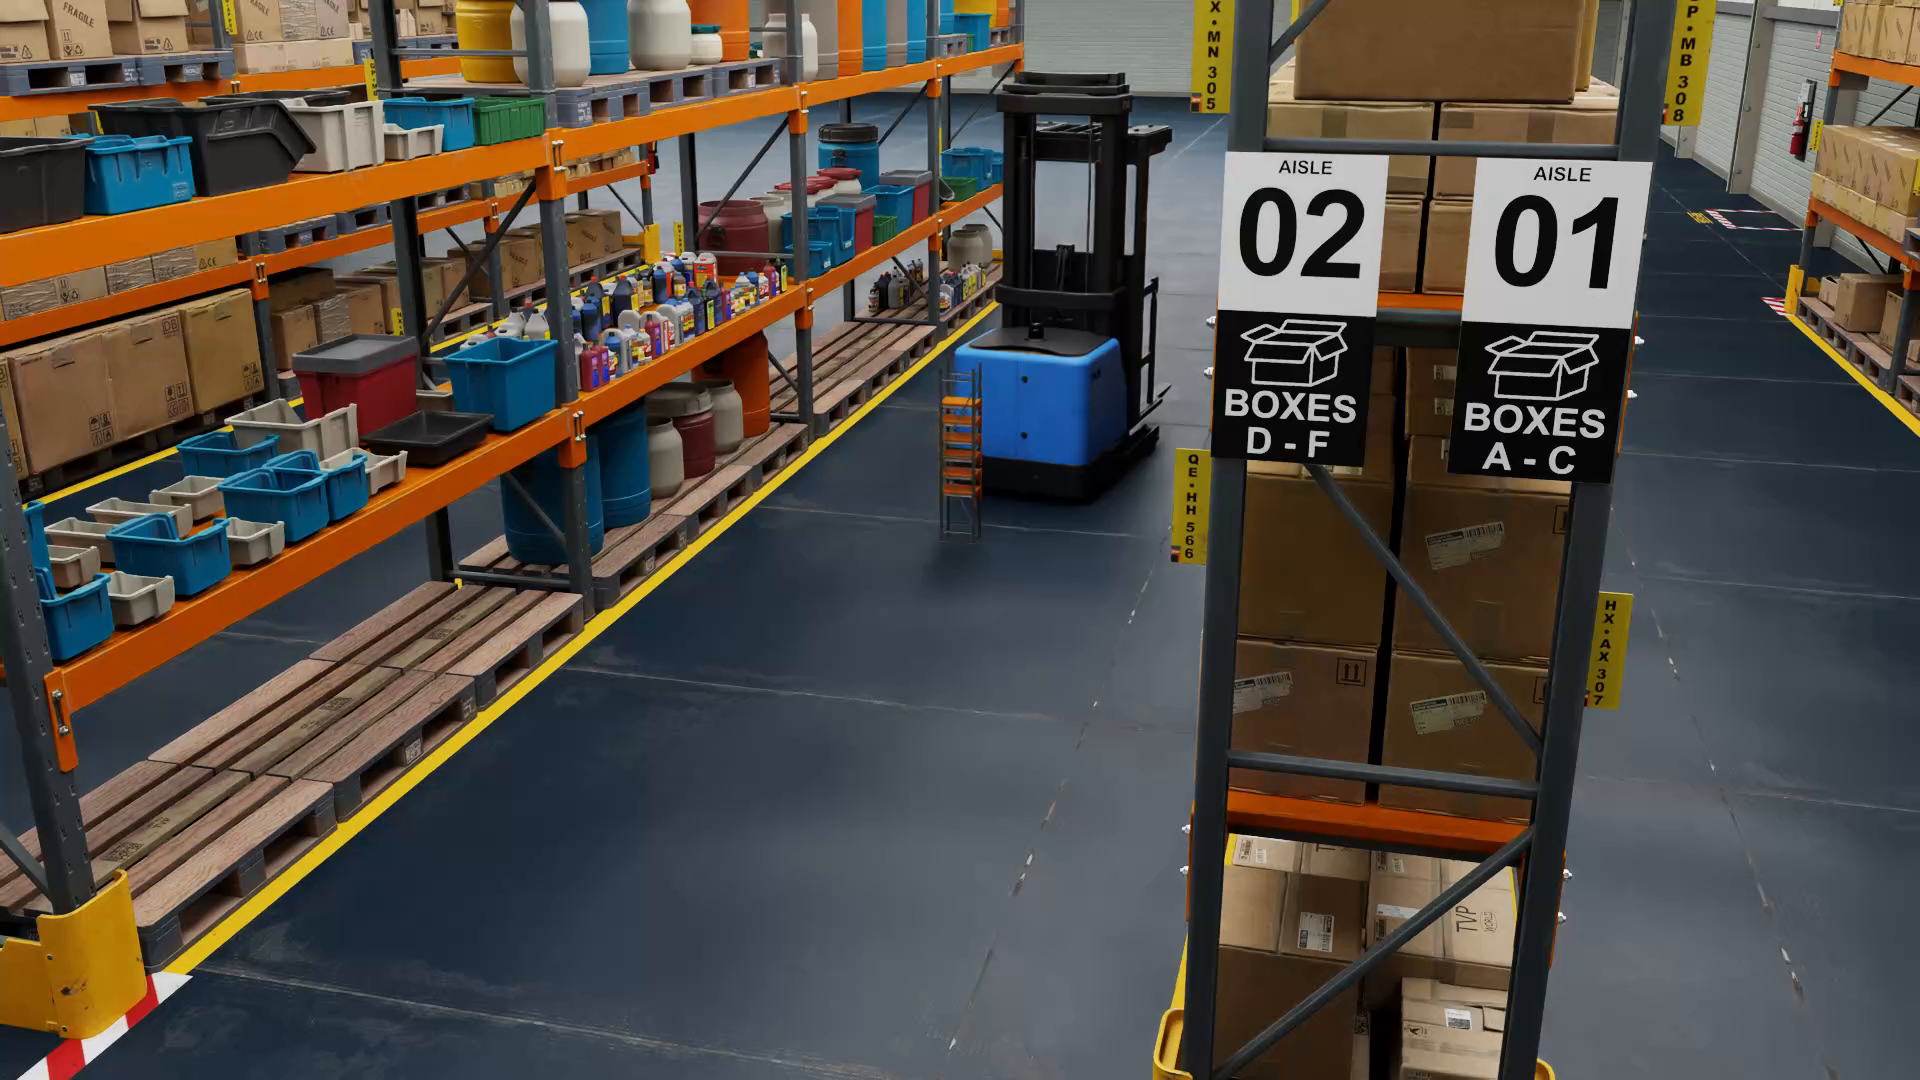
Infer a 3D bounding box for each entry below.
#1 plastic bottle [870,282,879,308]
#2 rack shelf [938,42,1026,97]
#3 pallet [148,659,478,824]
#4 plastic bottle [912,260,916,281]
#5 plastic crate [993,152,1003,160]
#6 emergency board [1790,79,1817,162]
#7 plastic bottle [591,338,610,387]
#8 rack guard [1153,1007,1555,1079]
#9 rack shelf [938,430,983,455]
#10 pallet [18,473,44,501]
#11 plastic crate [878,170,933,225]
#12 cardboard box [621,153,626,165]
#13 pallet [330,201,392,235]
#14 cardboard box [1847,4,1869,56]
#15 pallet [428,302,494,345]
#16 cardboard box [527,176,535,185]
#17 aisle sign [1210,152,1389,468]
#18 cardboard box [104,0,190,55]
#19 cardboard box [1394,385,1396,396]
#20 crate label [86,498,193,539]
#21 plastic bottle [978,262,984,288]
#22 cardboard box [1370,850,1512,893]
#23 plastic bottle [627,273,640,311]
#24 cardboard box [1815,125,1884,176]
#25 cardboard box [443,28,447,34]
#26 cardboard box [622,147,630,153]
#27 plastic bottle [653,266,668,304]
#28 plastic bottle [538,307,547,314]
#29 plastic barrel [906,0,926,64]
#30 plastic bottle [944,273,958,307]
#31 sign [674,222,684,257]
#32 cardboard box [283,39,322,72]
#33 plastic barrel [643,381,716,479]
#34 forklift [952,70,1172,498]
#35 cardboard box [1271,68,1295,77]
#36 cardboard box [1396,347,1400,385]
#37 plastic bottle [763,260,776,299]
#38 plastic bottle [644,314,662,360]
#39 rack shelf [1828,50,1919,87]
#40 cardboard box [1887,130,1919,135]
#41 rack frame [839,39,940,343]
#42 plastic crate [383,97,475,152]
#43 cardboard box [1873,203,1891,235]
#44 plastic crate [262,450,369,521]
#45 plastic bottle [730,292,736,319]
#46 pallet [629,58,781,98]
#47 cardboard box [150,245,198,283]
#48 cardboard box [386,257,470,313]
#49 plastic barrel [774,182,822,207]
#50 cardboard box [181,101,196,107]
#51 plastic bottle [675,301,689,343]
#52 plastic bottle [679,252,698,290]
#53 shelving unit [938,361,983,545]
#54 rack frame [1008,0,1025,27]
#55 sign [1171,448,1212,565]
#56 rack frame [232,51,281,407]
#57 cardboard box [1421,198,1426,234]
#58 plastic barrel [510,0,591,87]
[{"bbox_3d":[-0.909,-2.595,17.667,0.061,0.283,0.133,6,20,16],"label":"plastic bottle"},{"bbox_3d":[-0.218,-5.201,18.248,1.077,0.370,4.000,5,19,13],"label":"rack shelf"},{"bbox_3d":[-3.099,0.949,8.084,1.003,0.211,1.213,5,19,13],"label":"pallet"},{"bbox_3d":[-0.547,-3.059,19.024,0.061,0.283,0.133,5,19,14],"label":"plastic bottle"},{"bbox_3d":[0.439,-4.498,19.947,0.499,0.251,0.616,5,19,13],"label":"plastic crate"},{"bbox_3d":[12.652,-6.331,25.083,0.194,1.169,0.643,5,19,13],"label":"emergency board"},{"bbox_3d":[-2.125,-1.056,9.819,0.061,0.283,0.133,5,19,13],"label":"plastic bottle"},{"bbox_3d":[1.183,1.817,5.094,1.175,0.500,0.348,5,19,13],"label":"rack guard"},{"bbox_3d":[0.004,-0.644,10.982,0.258,0.103,0.180,5,19,13],"label":"rack shelf"},{"bbox_3d":[-7.348,-0.307,11.761,1.003,0.211,1.213,5,19,13],"label":"pallet"},{"bbox_3d":[-0.528,-3.350,16.256,0.402,0.464,0.583,5,19,13],"label":"plastic crate"},{"bbox_3d":[-4.463,-4.838,21.099,0.380,0.149,0.250,5,19,13],"label":"cardboard box"},{"bbox_3d":[-6.043,-3.166,16.113,1.003,0.211,1.213,5,19,13],"label":"pallet"},{"bbox_3d":[9.388,-5.193,16.923,0.500,0.500,0.500,6,20,17],"label":"cardboard box"},{"bbox_3d":[-5.698,-2.323,17.662,1.003,0.211,1.213,5,19,13],"label":"pallet"},{"bbox_3d":[-5.005,-4.048,18.788,0.380,0.149,0.250,5,19,13],"label":"cardboard box"},{"bbox_3d":[0.850,-0.575,4.209,0.394,0.787,0.004,5,19,13],"label":"aisle sign"},{"bbox_3d":[-6.566,-4.103,13.110,0.797,0.503,0.637,6,20,17],"label":"cardboard box"},{"bbox_3d":[2.268,-0.466,7.757,0.500,0.500,0.500,5,19,14],"label":"cardboard box"},{"bbox_3d":[-3.485,-0.087,7.116,0.396,0.136,0.243,5,19,13],"label":"crate label"},{"bbox_3d":[0.236,-3.024,18.921,0.061,0.283,0.133,5,20,15],"label":"plastic bottle"},{"bbox_3d":[1.816,1.290,6.345,0.500,0.250,0.500,5,19,13],"label":"cardboard box"},{"bbox_3d":[-2.360,-1.778,11.950,0.097,0.271,0.097,0,19,0],"label":"plastic bottle"},{"bbox_3d":[9.470,-4.134,17.692,0.500,0.500,0.500,5,19,13],"label":"cardboard box"},{"bbox_3d":[-5.651,-5.399,17.944,0.500,0.250,0.500,5,20,15],"label":"cardboard box"},{"bbox_3d":[-4.693,-5.158,21.034,0.875,0.500,0.500,5,19,13],"label":"cardboard box"},{"bbox_3d":[-2.212,-1.887,12.270,0.097,0.271,0.097,0,19,0],"label":"plastic bottle"},{"bbox_3d":[-2.666,-1.351,10.694,0.152,0.276,0.135,5,19,13],"label":"plastic bottle"},{"bbox_3d":[-0.620,-4.976,15.698,0.600,0.901,0.708,5,19,13],"label":"plastic barrel"},{"bbox_3d":[-0.107,-2.670,17.783,0.144,0.351,0.185,5,20,15],"label":"plastic bottle"},{"bbox_3d":[-2.219,-2.360,13.205,0.100,0.325,0.005,5,19,13],"label":"sign"},{"bbox_3d":[-5.999,-4.270,14.638,0.500,0.250,0.500,5,20,15],"label":"cardboard box"},{"bbox_3d":[-2.063,-0.791,11.943,0.600,0.588,0.708,5,19,13],"label":"plastic barrel"},{"bbox_3d":[0.962,-2.123,12.868,1.130,2.935,3.031,7,20,21],"label":"forklift"},{"bbox_3d":[1.290,-1.421,5.526,0.500,0.250,0.500,5,19,13],"label":"cardboard box"},{"bbox_3d":[2.269,-0.937,7.589,0.500,0.500,0.500,5,19,14],"label":"cardboard box"},{"bbox_3d":[-1.425,-1.954,12.448,0.061,0.283,0.133,5,19,13],"label":"plastic bottle"},{"bbox_3d":[-1.941,-1.293,10.512,0.061,0.283,0.133,5,19,13],"label":"plastic bottle"},{"bbox_3d":[9.389,-4.419,15.957,1.077,0.370,4.000,5,19,13],"label":"rack shelf"},{"bbox_3d":[9.836,-3.939,17.119,0.500,0.500,0.500,5,19,14],"label":"cardboard box"},{"bbox_3d":[-0.706,-3.496,16.781,1.000,3.000,0.127,5,19,13],"label":"rack frame"},{"bbox_3d":[-2.574,-2.018,8.073,0.416,0.233,0.300,5,19,13],"label":"plastic crate"},{"bbox_3d":[8.852,-2.980,15.471,0.500,0.250,0.500,5,19,14],"label":"cardboard box"},{"bbox_3d":[-2.864,-0.242,7.421,0.416,0.233,0.300,5,19,13],"label":"plastic crate"},{"bbox_3d":[-1.638,-1.667,11.734,0.097,0.201,0.097,0,19,0],"label":"plastic bottle"},{"bbox_3d":[-1.965,-3.340,11.977,1.003,0.211,1.213,5,19,13],"label":"pallet"},{"bbox_3d":[-6.494,-2.350,13.273,0.500,0.500,0.500,4,19,13],"label":"cardboard box"},{"bbox_3d":[-5.680,-2.721,17.701,0.700,0.500,0.500,3,19,9],"label":"cardboard box"},{"bbox_3d":[-1.438,-2.912,14.861,0.433,0.535,0.433,0,19,0],"label":"plastic barrel"},{"bbox_3d":[-9.884,-5.345,20.293,0.875,0.550,0.550,5,19,13],"label":"cardboard box"},{"bbox_3d":[-1.841,-1.439,10.960,0.097,0.271,0.097,0,19,0],"label":"plastic bottle"},{"bbox_3d":[-2.103,-2.073,12.808,0.152,0.276,0.135,5,19,13],"label":"plastic bottle"},{"bbox_3d":[0.004,-0.572,11.007,0.258,1.200,0.189,5,19,13],"label":"shelving unit"},{"bbox_3d":[0.271,-7.588,19.482,1.000,3.000,0.127,5,19,13],"label":"rack frame"},{"bbox_3d":[0.631,-0.090,4.529,0.100,0.325,0.005,5,19,13],"label":"sign"},{"bbox_3d":[-6.487,-2.633,14.256,1.000,3.000,0.127,5,19,13],"label":"rack frame"},{"bbox_3d":[1.791,-1.144,5.488,0.500,0.250,0.500,5,19,13],"label":"cardboard box"},{"bbox_3d":[-2.289,-2.816,9.290,0.433,0.535,0.433,0,19,0],"label":"plastic barrel"}]
